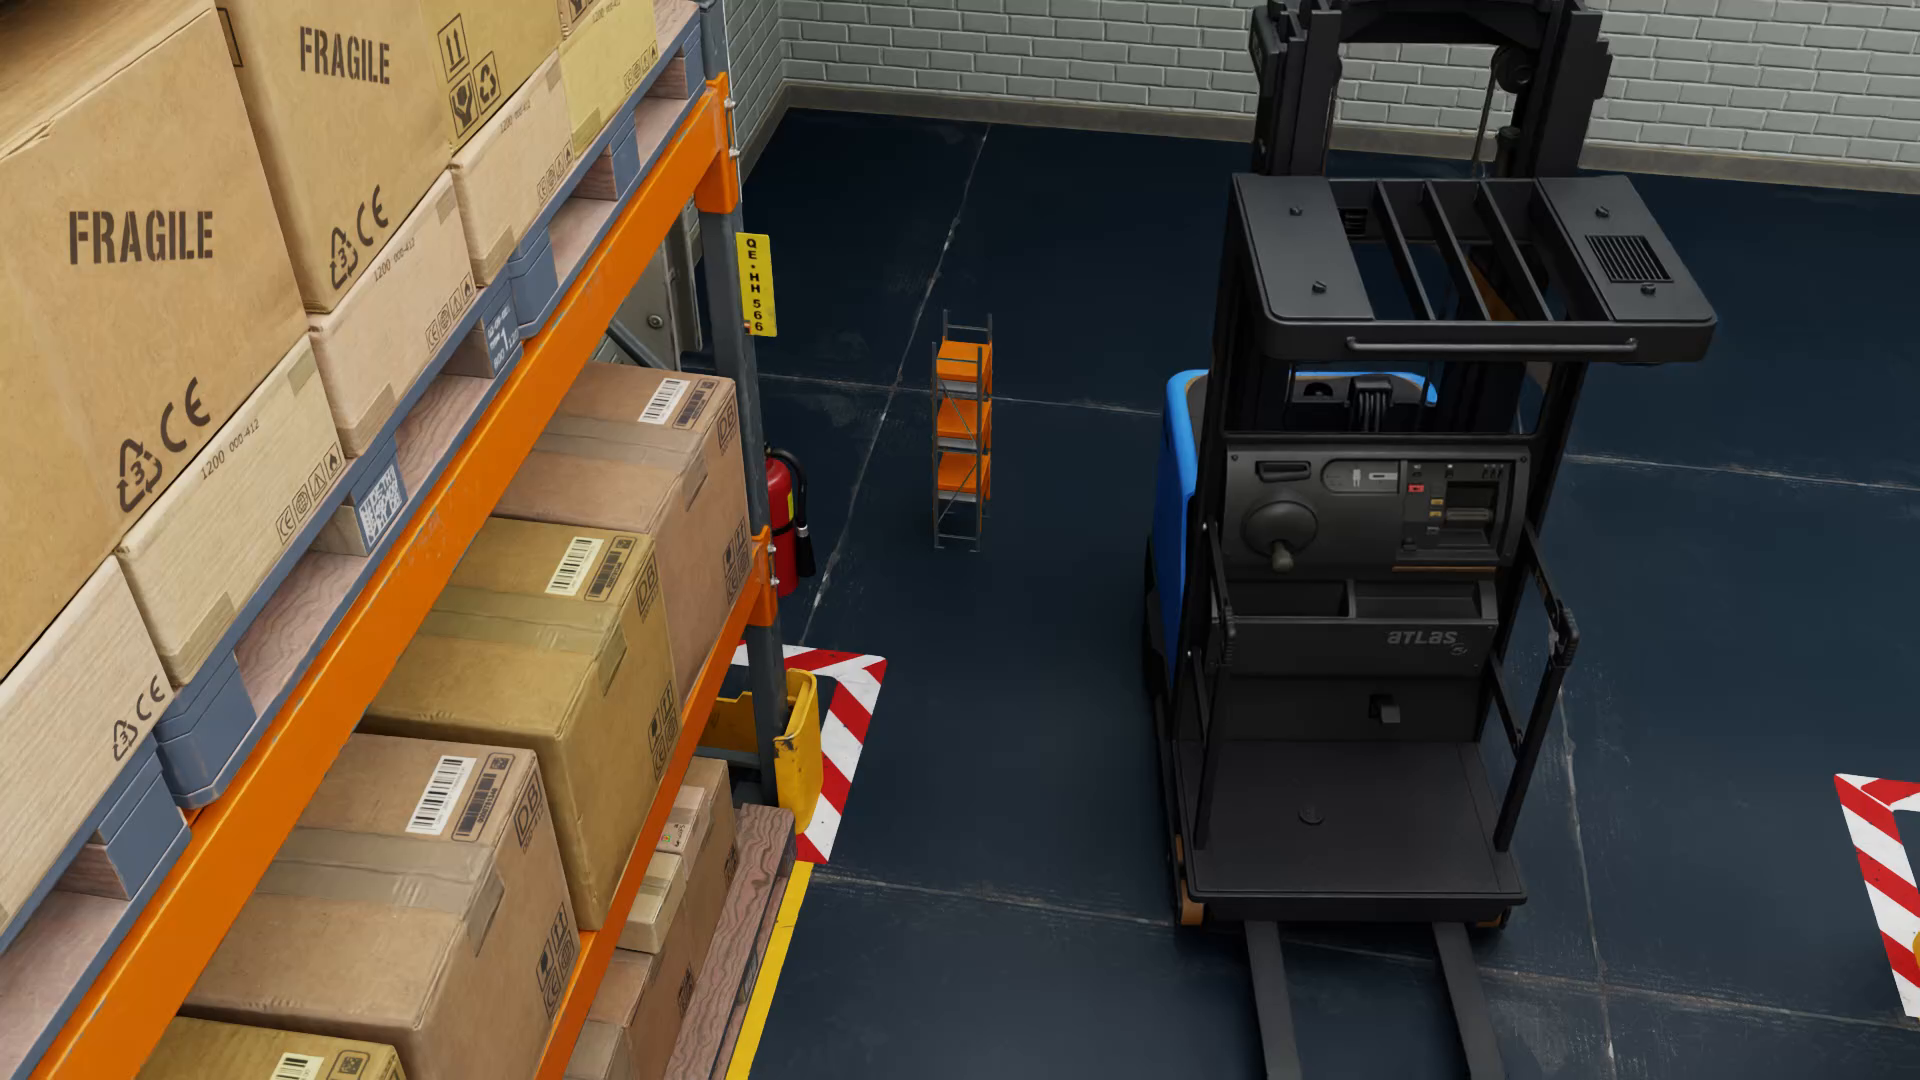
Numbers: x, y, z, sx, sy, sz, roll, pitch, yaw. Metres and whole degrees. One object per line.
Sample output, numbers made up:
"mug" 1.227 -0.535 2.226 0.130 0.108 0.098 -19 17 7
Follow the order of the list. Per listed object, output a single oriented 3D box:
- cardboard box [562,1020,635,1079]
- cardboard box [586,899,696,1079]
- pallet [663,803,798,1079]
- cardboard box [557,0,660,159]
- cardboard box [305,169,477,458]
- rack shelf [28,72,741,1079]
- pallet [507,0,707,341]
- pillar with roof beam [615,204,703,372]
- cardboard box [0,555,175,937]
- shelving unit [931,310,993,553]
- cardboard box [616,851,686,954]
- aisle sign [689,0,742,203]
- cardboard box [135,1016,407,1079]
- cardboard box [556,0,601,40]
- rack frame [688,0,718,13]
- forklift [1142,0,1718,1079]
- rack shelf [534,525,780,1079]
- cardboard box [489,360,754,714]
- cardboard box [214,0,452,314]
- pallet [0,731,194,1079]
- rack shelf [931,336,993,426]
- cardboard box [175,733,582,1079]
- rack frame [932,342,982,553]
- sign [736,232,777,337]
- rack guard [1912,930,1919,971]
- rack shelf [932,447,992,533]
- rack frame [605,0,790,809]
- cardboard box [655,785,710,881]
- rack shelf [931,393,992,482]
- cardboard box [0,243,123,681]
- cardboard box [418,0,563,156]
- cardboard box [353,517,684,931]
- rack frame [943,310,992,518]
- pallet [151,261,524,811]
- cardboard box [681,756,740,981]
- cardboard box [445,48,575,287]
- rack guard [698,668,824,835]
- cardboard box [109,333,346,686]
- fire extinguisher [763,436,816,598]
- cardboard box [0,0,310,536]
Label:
"cardboard box" -1.301 1.637 4.548 0.700 0.500 0.500 5 40 6
"cardboard box" -1.214 1.322 4.930 0.700 0.500 0.500 6 40 8
"pallet" -1.167 1.341 5.463 1.003 0.211 1.213 6 40 8
"cardboard box" -0.971 -1.054 3.526 0.500 0.250 0.500 8 40 9
"cardboard box" -1.145 -0.400 2.736 0.500 0.250 0.500 5 40 6
"rack shelf" -1.451 0.132 2.947 1.077 0.370 4.000 6 40 8
"pallet" -1.223 -0.899 3.699 1.003 0.211 1.213 6 40 8
"pillar with roof beam" 2.750 -3.872 4.871 9.100 9.000 0.400 6 40 8
"cardboard box" -1.316 0.245 1.956 0.500 0.250 0.500 6 40 7
"shelving unit" 0.009 -0.438 6.956 0.215 1.050 0.252 6 40 8
"cardboard box" -1.014 1.019 4.787 0.380 0.149 0.250 7 40 9
"aisle sign" -0.797 -1.258 4.378 0.394 0.787 0.004 6 40 8
"cardboard box" -1.556 1.354 3.023 0.980 0.700 0.700 5 40 7
"cardboard box" -0.963 -1.343 3.287 0.500 0.500 0.500 6 40 8
"rack frame" -1.105 -2.556 3.280 1.000 3.000 0.127 6 40 8
"forklift" 1.282 -0.018 4.971 1.130 2.935 3.031 0 40 0
"rack shelf" -1.451 1.288 3.903 1.077 0.370 4.000 6 40 8
"cardboard box" -1.184 -0.039 4.707 0.980 0.700 0.700 8 40 10
"cardboard box" -1.143 -0.701 2.511 0.500 0.500 0.500 5 40 6
"pallet" -1.646 0.632 1.847 1.003 0.211 1.213 6 40 8
"rack shelf" 0.009 -0.649 6.782 0.215 0.259 0.240 6 40 8
"cardboard box" -1.440 0.897 3.576 0.980 0.700 0.700 5 40 6
"rack frame" -0.012 -0.362 6.863 0.200 1.050 0.008 6 40 8
"sign" -0.573 -0.713 4.664 0.100 0.325 0.005 6 40 8
"rack guard" 3.761 1.311 5.272 1.175 0.500 0.348 6 40 8
"rack shelf" 0.009 -0.216 7.140 0.215 0.259 0.240 6 40 8
"rack frame" -1.105 -0.244 5.191 1.000 3.000 0.127 6 40 8
"cardboard box" -0.971 0.858 4.981 0.380 0.149 0.250 6 40 7
"rack shelf" 0.009 -0.430 6.963 0.215 0.259 0.240 6 40 8
"cardboard box" -1.315 -0.061 1.737 0.500 0.500 0.500 6 40 7
"cardboard box" -1.061 -1.030 2.908 0.500 0.500 0.500 8 40 9
"cardboard box" -1.299 0.419 4.154 0.980 0.700 0.700 6 40 7
"rack frame" 0.030 -0.515 7.049 0.200 1.050 0.008 6 40 8
"pallet" -1.432 -0.132 2.771 1.003 0.211 1.213 6 40 8
"cardboard box" -1.128 1.008 5.309 0.700 0.500 0.500 6 40 8
"cardboard box" -1.060 -0.727 3.131 0.500 0.250 0.500 5 40 6
"rack guard" -1.101 0.704 6.006 1.175 0.500 0.348 6 40 8
"cardboard box" -1.235 -0.078 2.346 0.500 0.250 0.500 5 40 6
"fire extinguisher" -0.625 -0.115 5.388 0.296 0.674 0.183 6 40 8
"cardboard box" -1.235 -0.372 2.113 0.500 0.500 0.500 7 40 8
